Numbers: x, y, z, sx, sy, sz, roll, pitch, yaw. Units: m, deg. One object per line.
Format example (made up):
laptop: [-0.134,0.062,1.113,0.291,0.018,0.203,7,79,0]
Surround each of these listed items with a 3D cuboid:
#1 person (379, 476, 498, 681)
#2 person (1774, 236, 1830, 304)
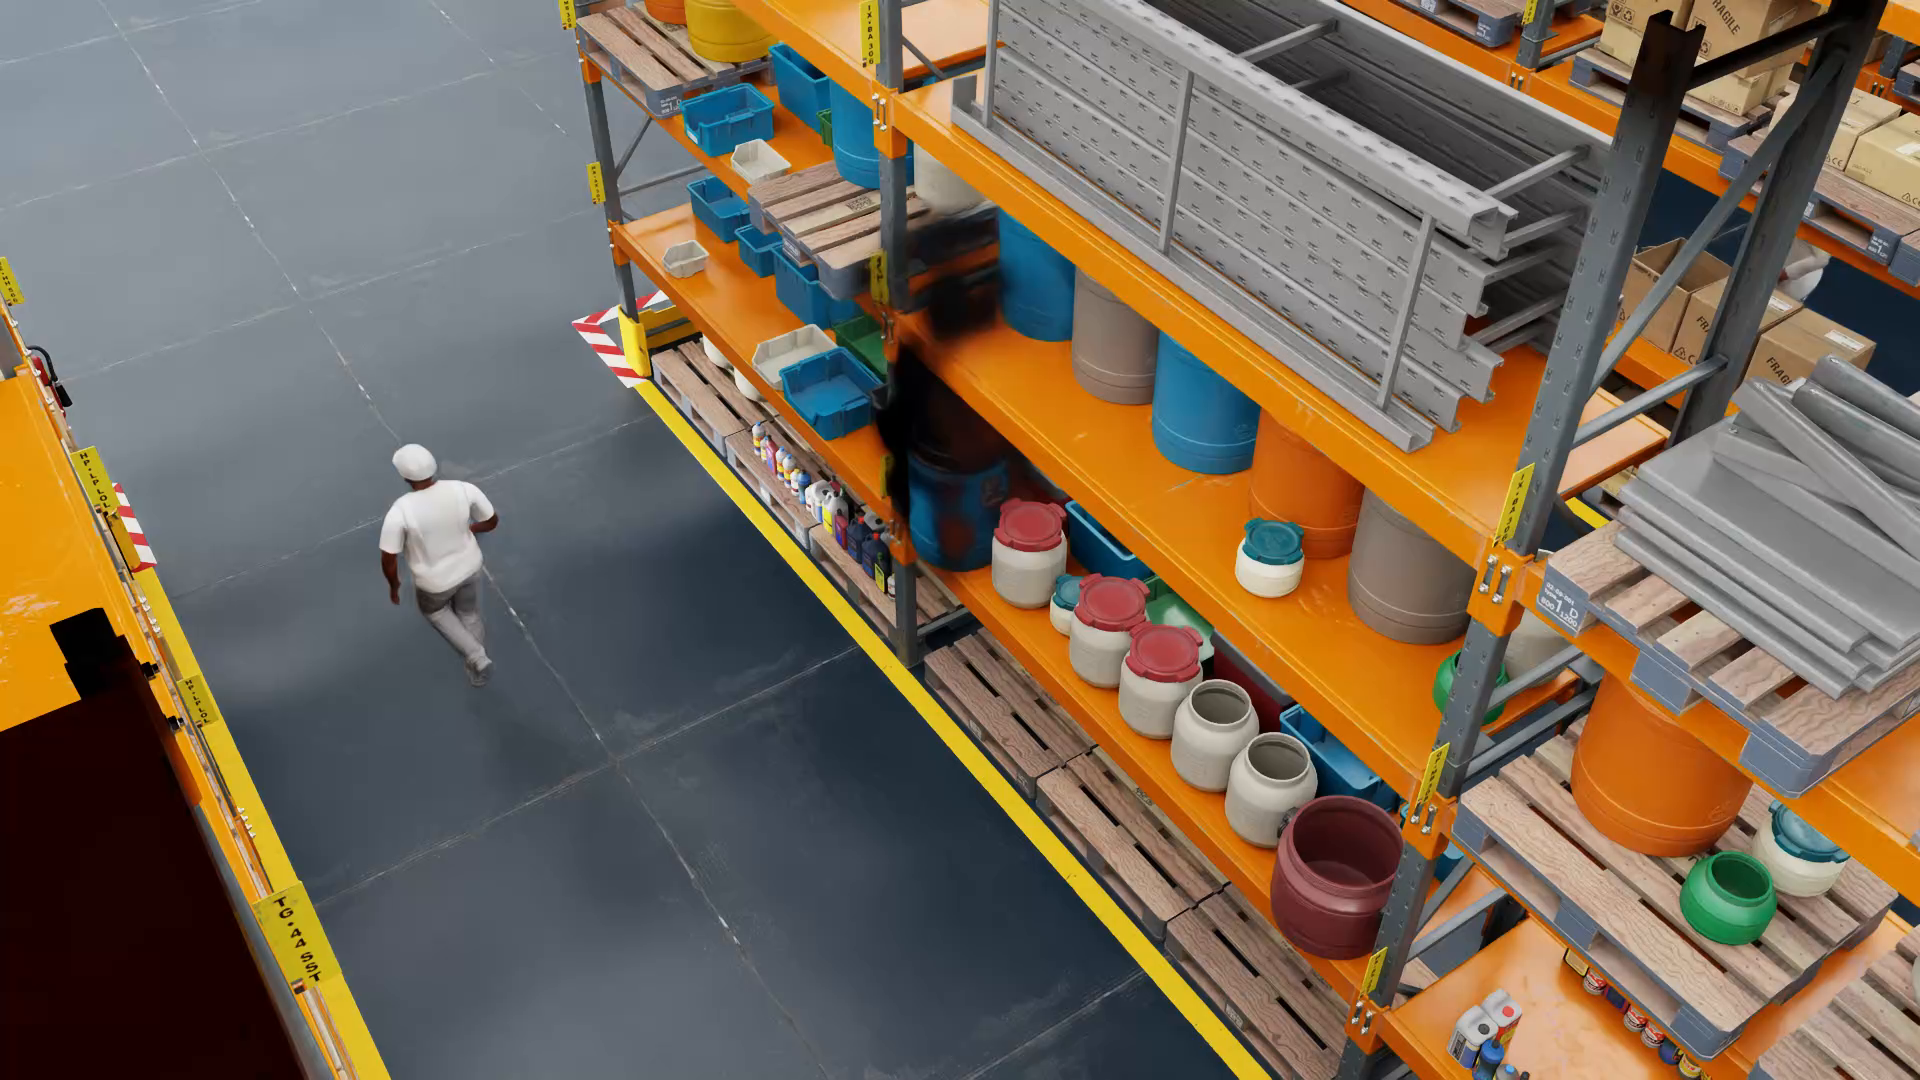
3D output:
person: [-3.062,0.167,9.868,0.734,1.635,0.462,-34,52,-31]
person: [6.426,-2.015,12.674,0.858,1.735,0.711,26,49,25]
